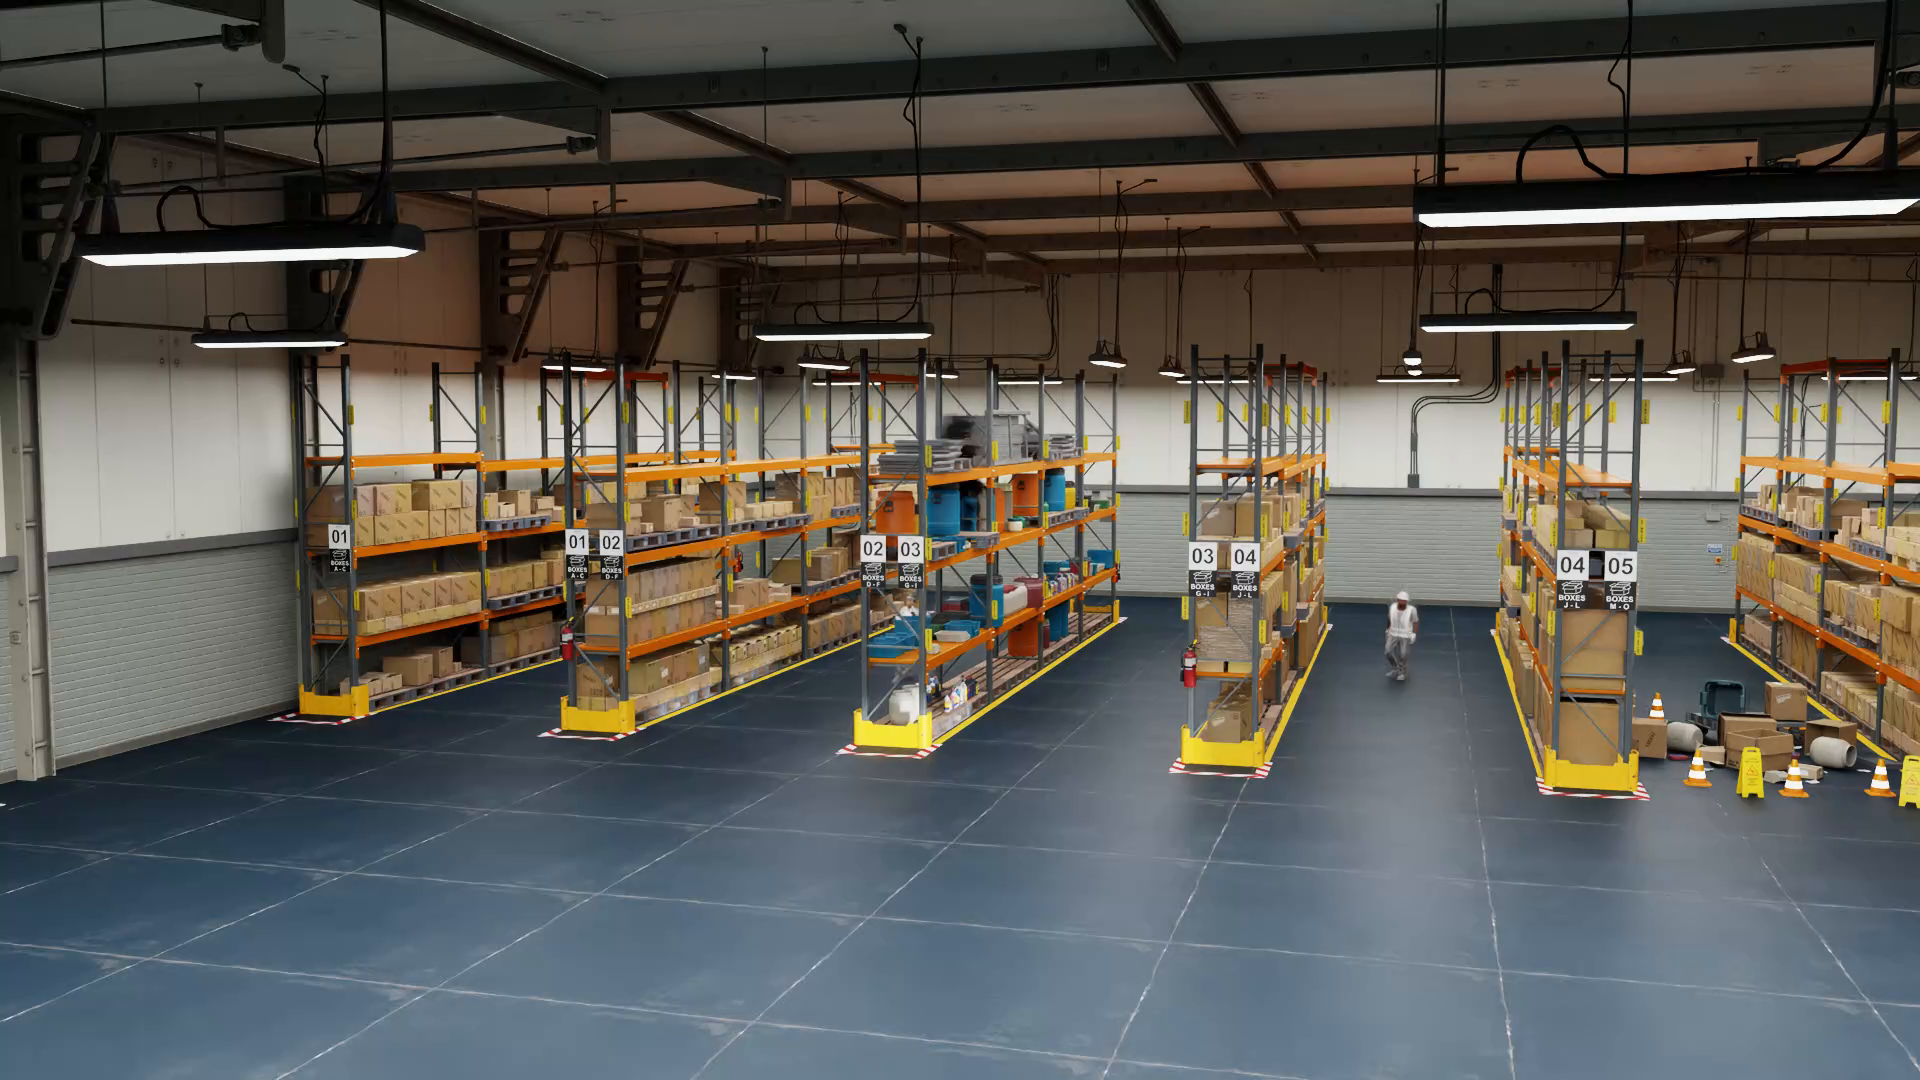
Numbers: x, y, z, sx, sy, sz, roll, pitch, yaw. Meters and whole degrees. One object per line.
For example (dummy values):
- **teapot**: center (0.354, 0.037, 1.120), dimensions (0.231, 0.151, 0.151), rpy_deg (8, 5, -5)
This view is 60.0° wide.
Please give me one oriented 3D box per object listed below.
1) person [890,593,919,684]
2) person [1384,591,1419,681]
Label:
- **person**: center (-0.968, 1.836, 31.237), dimensions (0.679, 1.709, 0.757), rpy_deg (3, 5, 35)
- **person**: center (8.239, 1.799, 31.087), dimensions (0.692, 1.723, 0.689), rpy_deg (2, 5, 28)
